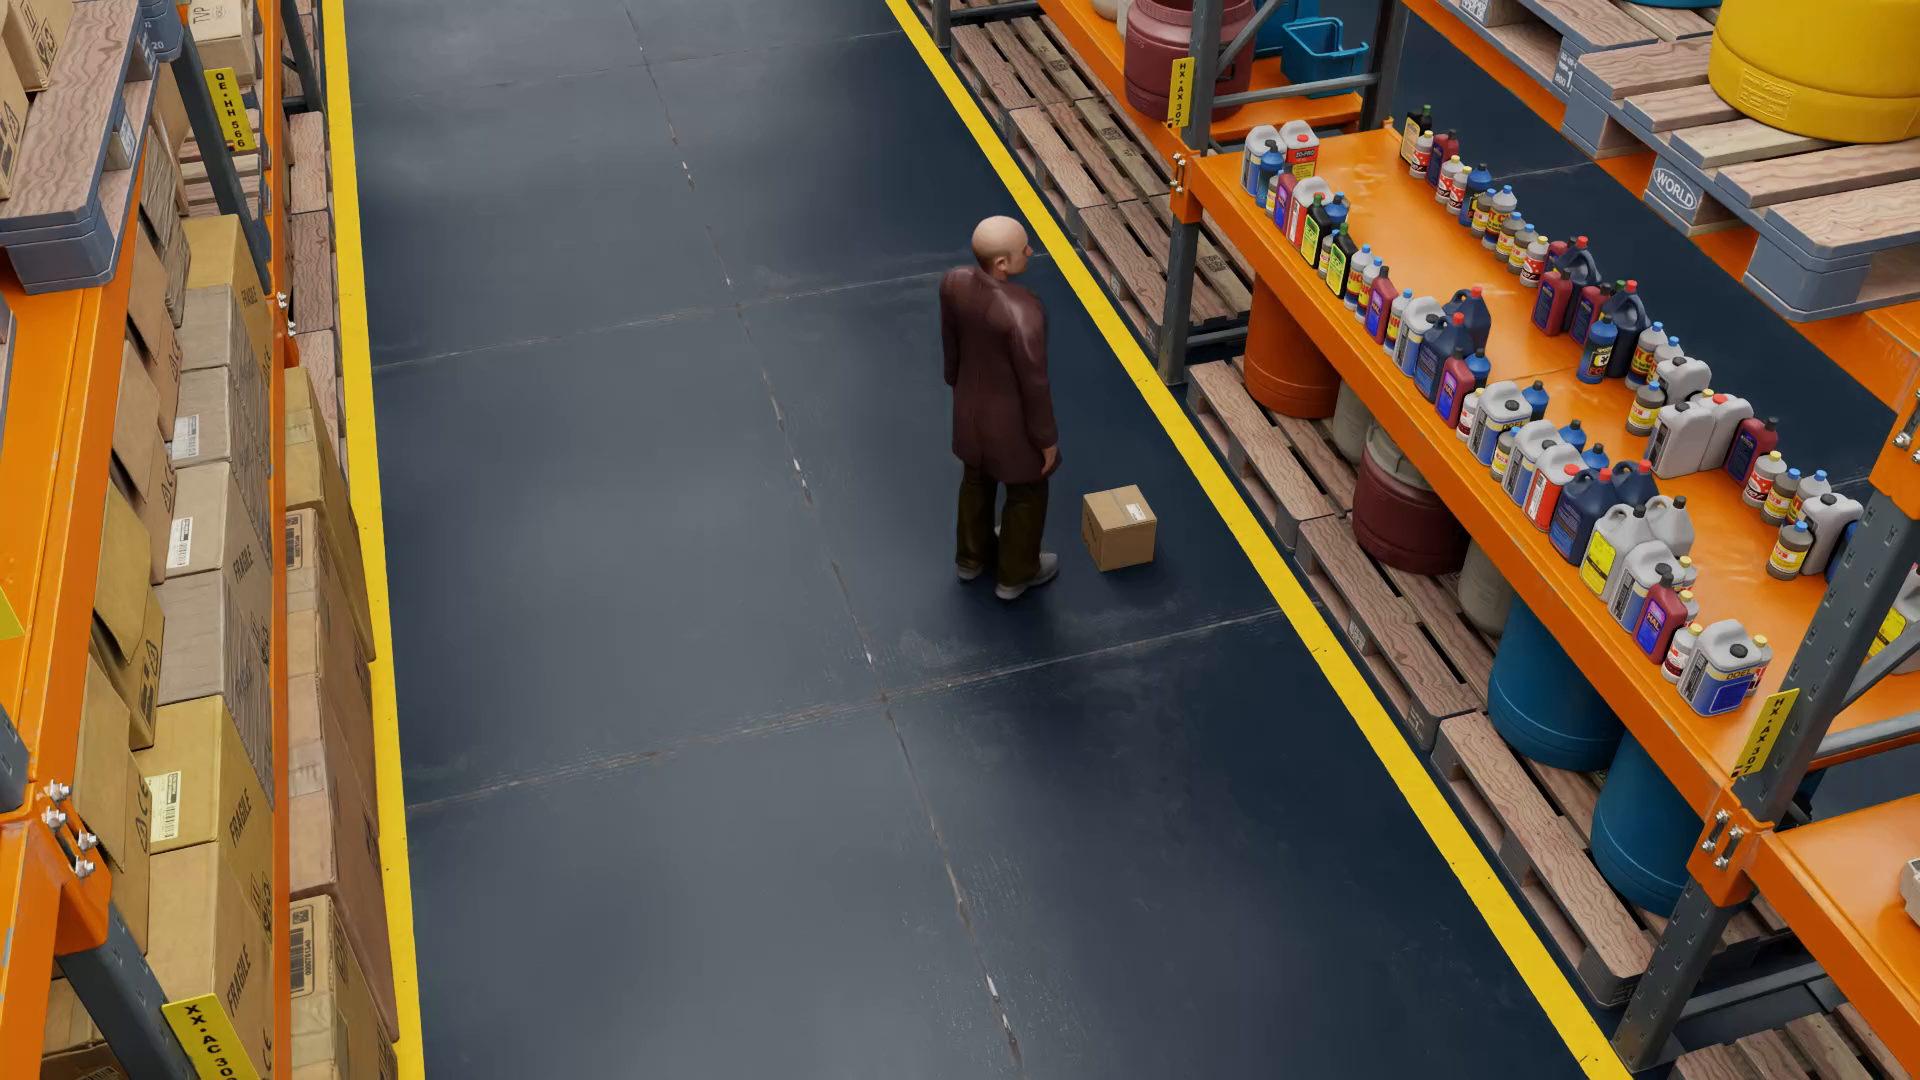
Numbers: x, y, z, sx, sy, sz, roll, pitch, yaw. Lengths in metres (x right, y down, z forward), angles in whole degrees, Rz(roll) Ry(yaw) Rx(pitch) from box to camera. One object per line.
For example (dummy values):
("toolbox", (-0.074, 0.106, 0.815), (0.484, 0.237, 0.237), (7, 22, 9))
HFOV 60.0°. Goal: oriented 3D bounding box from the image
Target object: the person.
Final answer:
("person", (0.193, -0.539, 6.743), (0.418, 1.790, 0.671), (-31, 50, -30))
